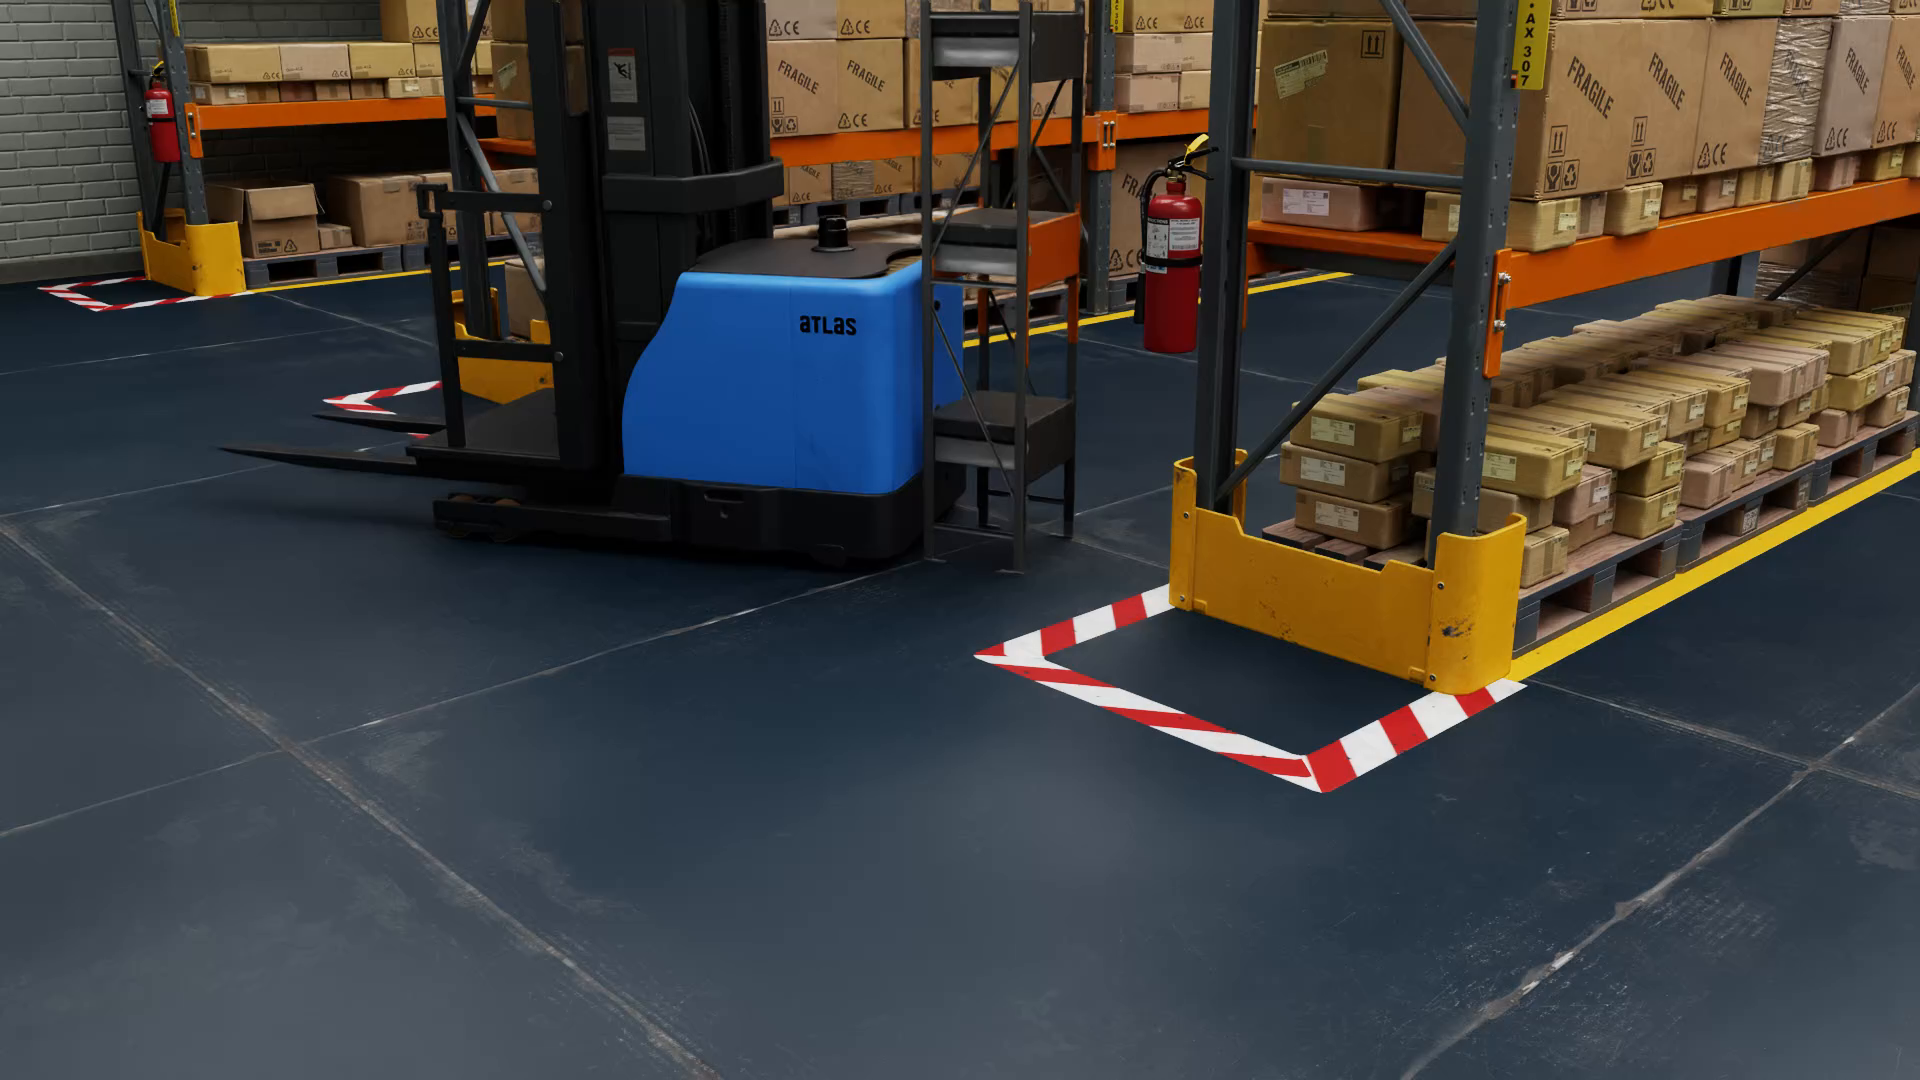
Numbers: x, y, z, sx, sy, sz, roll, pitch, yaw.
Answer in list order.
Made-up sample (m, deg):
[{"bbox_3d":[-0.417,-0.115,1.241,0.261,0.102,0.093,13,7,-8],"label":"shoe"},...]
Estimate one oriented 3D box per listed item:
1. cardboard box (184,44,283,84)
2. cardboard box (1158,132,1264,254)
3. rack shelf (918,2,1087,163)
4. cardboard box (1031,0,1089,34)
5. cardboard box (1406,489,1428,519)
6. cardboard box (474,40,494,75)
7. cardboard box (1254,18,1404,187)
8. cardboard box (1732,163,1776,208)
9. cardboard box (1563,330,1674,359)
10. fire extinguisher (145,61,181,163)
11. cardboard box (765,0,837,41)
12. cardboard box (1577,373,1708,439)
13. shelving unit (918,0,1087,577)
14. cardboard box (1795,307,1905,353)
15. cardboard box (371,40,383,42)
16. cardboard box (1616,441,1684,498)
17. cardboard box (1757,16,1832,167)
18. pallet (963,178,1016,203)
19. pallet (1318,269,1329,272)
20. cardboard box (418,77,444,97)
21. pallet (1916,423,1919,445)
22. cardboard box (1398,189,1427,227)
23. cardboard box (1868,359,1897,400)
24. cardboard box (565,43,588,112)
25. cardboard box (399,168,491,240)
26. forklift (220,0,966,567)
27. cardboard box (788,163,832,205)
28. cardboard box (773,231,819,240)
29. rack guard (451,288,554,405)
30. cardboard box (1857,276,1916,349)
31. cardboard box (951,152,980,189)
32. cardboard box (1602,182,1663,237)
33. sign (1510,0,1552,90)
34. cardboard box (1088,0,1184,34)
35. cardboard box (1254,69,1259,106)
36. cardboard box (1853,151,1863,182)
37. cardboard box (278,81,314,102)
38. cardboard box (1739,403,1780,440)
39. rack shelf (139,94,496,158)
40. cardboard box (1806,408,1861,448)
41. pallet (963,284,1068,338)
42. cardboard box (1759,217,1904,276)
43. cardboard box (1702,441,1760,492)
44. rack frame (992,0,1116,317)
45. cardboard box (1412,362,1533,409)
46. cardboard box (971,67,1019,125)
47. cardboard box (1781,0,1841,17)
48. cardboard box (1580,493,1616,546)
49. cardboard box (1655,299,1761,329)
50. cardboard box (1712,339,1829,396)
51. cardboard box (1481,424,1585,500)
[{"bbox_3d":[-5.200,-3.404,11.880,0.500,0.250,0.500,-16,24,-41],"label":"cardboard box"},{"bbox_3d":[1.652,-2.565,12.298,0.875,0.875,0.875,-15,23,-39],"label":"cardboard box"},{"bbox_3d":[0.154,-1.615,5.833,0.431,0.518,0.480,8,20,24],"label":"rack shelf"},{"bbox_3d":[0.452,-3.395,10.310,0.500,0.500,0.500,-17,24,-41],"label":"cardboard box"},{"bbox_3d":[1.529,-0.178,6.110,0.250,0.149,0.380,-15,23,-39],"label":"cardboard box"},{"bbox_3d":[-3.736,-3.841,13.228,0.500,0.250,0.500,-16,24,-41],"label":"cardboard box"},{"bbox_3d":[1.323,-1.440,5.419,0.500,0.500,0.500,-16,24,-40],"label":"cardboard box"},{"bbox_3d":[2.732,-1.316,6.088,0.250,0.149,0.380,-15,23,-39],"label":"cardboard box"},{"bbox_3d":[2.740,-0.764,6.955,0.380,0.149,0.250,17,24,42],"label":"cardboard box"},{"bbox_3d":[-5.504,-2.949,11.447,0.183,0.674,0.296,-16,24,-41],"label":"fire extinguisher"},{"bbox_3d":[-1.018,-2.969,8.996,0.500,0.500,0.500,-16,24,-41],"label":"cardboard box"},{"bbox_3d":[2.507,-0.498,6.133,0.250,0.149,0.380,-15,23,-39],"label":"cardboard box"},{"bbox_3d":[0.154,-0.961,6.044,0.431,2.100,0.503,8,20,24],"label":"shelving unit"},{"bbox_3d":[4.000,-0.939,7.494,0.250,0.149,0.380,-15,23,-39],"label":"cardboard box"},{"bbox_3d":[-4.444,-3.849,13.252,0.500,0.250,0.500,-16,24,-41],"label":"cardboard box"},{"bbox_3d":[2.346,-0.284,5.957,0.250,0.149,0.380,-15,23,-39],"label":"cardboard box"},{"bbox_3d":[2.791,-1.650,6.066,0.500,0.500,0.500,-17,25,-42],"label":"cardboard box"},{"bbox_3d":[0.724,-3.832,17.962,1.213,0.211,1.003,-16,24,-41],"label":"pallet"},{"bbox_3d":[2.887,-2.405,13.560,1.213,0.211,1.003,-16,24,-41],"label":"pallet"},{"bbox_3d":[-4.139,-3.509,12.851,0.250,0.149,0.380,-16,24,-40],"label":"cardboard box"},{"bbox_3d":[4.644,-0.785,8.563,1.213,0.211,1.003,-16,24,-41],"label":"pallet"},{"bbox_3d":[1.422,-1.156,5.593,0.250,0.149,0.380,-16,24,-41],"label":"cardboard box"},{"bbox_3d":[3.881,-0.733,7.341,0.380,0.149,0.250,16,24,41],"label":"cardboard box"},{"bbox_3d":[-1.755,-2.271,8.464,0.500,0.500,0.500,-17,24,-41],"label":"cardboard box"},{"bbox_3d":[-4.104,-2.679,13.256,0.500,0.500,0.500,-16,24,-40],"label":"cardboard box"},{"bbox_3d":[-1.549,-1.534,6.465,3.031,2.935,1.130,5,19,16],"label":"forklift"},{"bbox_3d":[-1.556,-3.428,15.566,0.500,0.500,0.500,17,25,42],"label":"cardboard box"},{"bbox_3d":[-1.231,-1.525,9.799,0.875,0.438,0.875,-15,24,-39],"label":"cardboard box"},{"bbox_3d":[-2.319,-0.992,8.734,0.348,0.500,1.175,-16,24,-41],"label":"rack guard"},{"bbox_3d":[4.799,-1.054,8.244,0.500,0.500,0.500,-15,23,-39],"label":"cardboard box"},{"bbox_3d":[-0.061,-3.866,16.917,0.500,0.500,0.500,-15,23,-39],"label":"cardboard box"},{"bbox_3d":[2.022,-1.082,5.367,0.380,0.149,0.250,17,25,42],"label":"cardboard box"},{"bbox_3d":[1.546,-1.389,4.501,0.005,0.325,0.100,-16,24,-41],"label":"sign"},{"bbox_3d":[1.122,-3.586,10.898,0.500,0.500,0.500,-16,24,-40],"label":"cardboard box"},{"bbox_3d":[1.865,-3.212,11.770,0.500,0.250,0.500,-17,24,-41],"label":"cardboard box"},{"bbox_3d":[3.451,-1.552,6.815,0.380,0.149,0.250,17,25,42],"label":"cardboard box"},{"bbox_3d":[-4.967,-3.314,12.251,0.250,0.149,0.380,-17,24,-42],"label":"cardboard box"},{"bbox_3d":[3.068,-0.531,6.717,0.380,0.149,0.250,17,24,41],"label":"cardboard box"},{"bbox_3d":[-4.261,-3.379,13.211,4.000,0.370,1.077,-16,24,-41],"label":"rack shelf"},{"bbox_3d":[3.635,-0.523,7.177,0.380,0.149,0.250,17,25,42],"label":"cardboard box"},{"bbox_3d":[-0.001,-1.564,10.966,1.213,0.211,1.003,-16,24,-41],"label":"pallet"},{"bbox_3d":[4.447,-1.528,8.490,0.500,0.250,0.500,-17,25,-42],"label":"cardboard box"},{"bbox_3d":[2.888,-0.312,6.525,0.250,0.149,0.380,-16,24,-41],"label":"cardboard box"},{"bbox_3d":[0.605,-3.034,10.979,0.127,3.000,1.000,-16,24,-41],"label":"rack frame"},{"bbox_3d":[1.938,-0.558,6.320,0.380,0.149,0.250,17,24,42],"label":"cardboard box"},{"bbox_3d":[0.074,-2.816,10.143,0.500,0.500,0.500,-17,25,-42],"label":"cardboard box"},{"bbox_3d":[2.805,-2.121,5.898,0.500,0.500,0.500,17,25,42],"label":"cardboard box"},{"bbox_3d":[2.083,-0.109,5.900,0.250,0.149,0.380,-16,24,-40],"label":"cardboard box"},{"bbox_3d":[3.446,-1.001,7.686,0.250,0.149,0.380,-15,23,-38],"label":"cardboard box"},{"bbox_3d":[3.290,-0.706,6.776,0.380,0.149,0.250,16,24,41],"label":"cardboard box"},{"bbox_3d":[1.787,-0.260,5.400,0.380,0.149,0.250,17,24,41],"label":"cardboard box"}]
